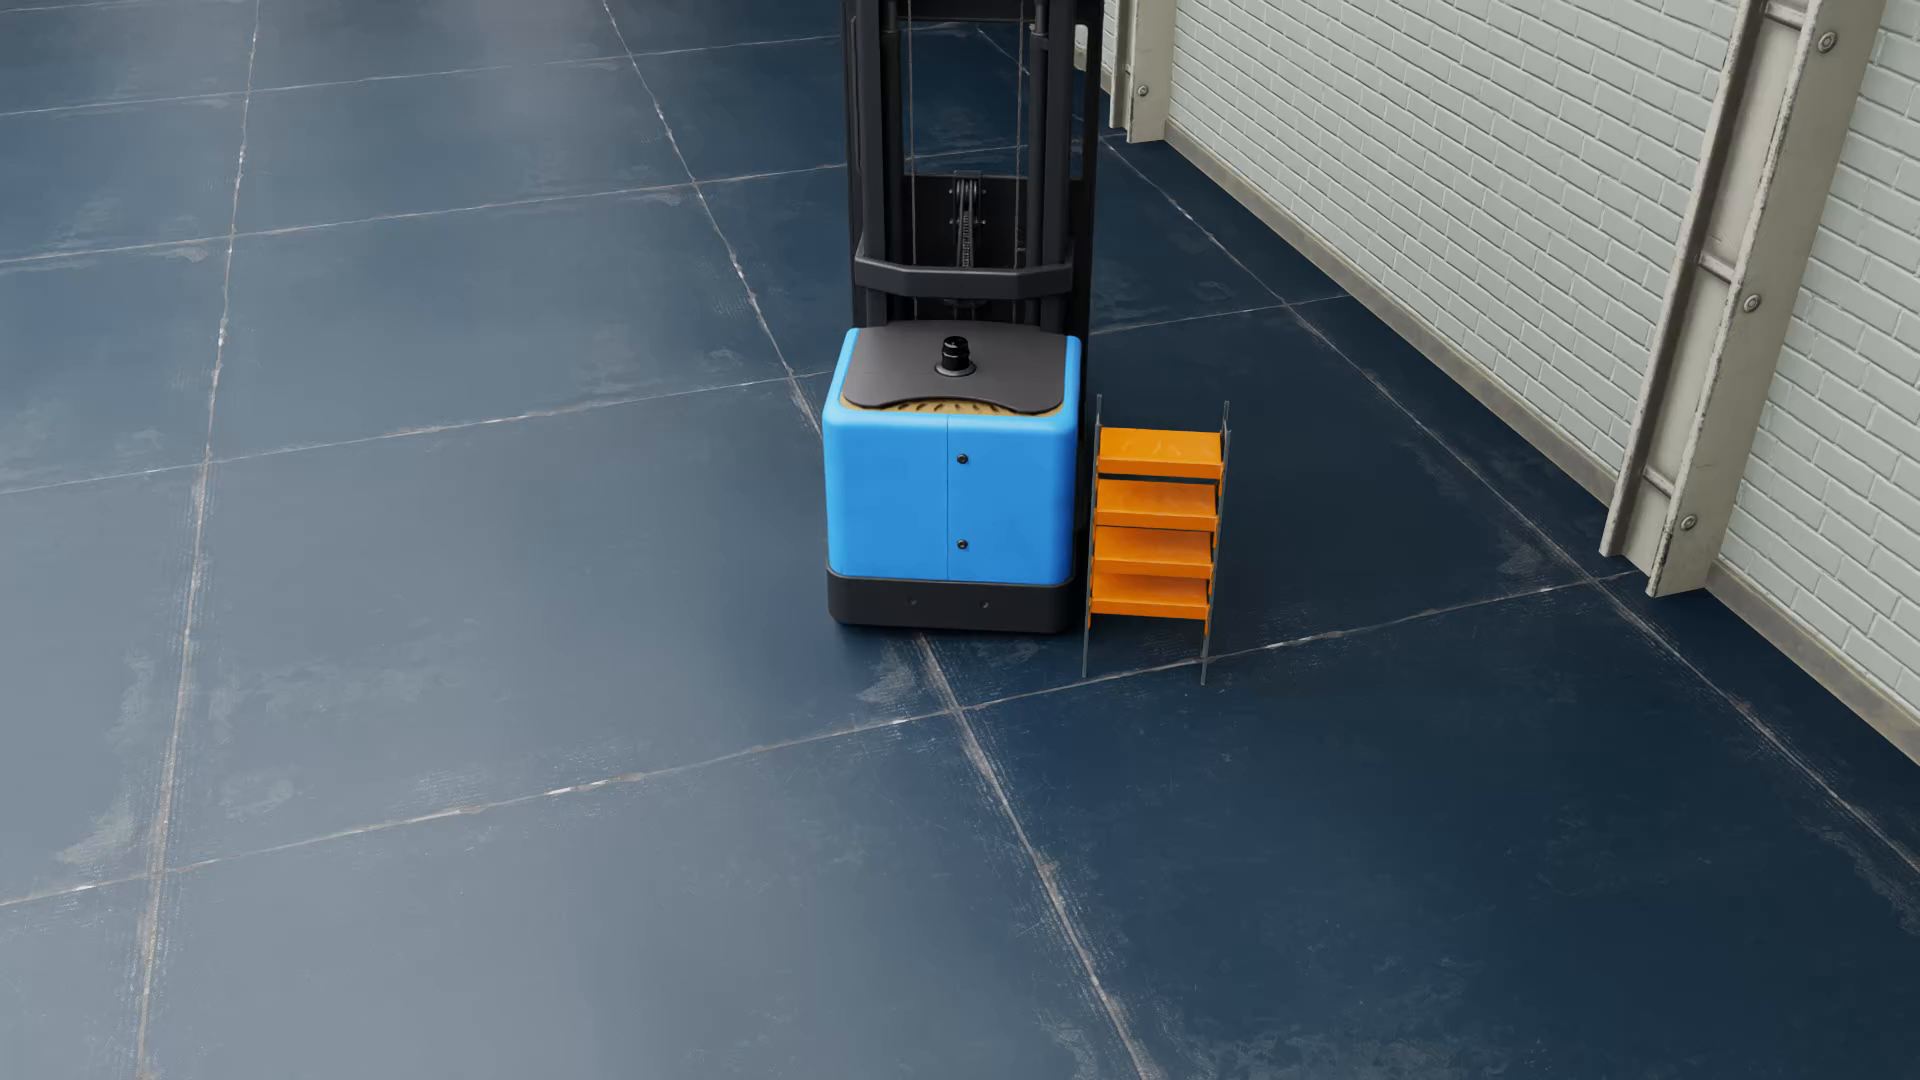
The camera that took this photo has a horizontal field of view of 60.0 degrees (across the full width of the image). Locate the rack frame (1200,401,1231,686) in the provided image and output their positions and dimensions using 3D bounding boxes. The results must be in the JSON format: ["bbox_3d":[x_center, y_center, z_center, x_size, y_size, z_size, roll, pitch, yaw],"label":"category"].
[{"bbox_3d":[1.012,0.033,6.612,0.015,1.200,0.240,3,34,5],"label":"rack frame"}]

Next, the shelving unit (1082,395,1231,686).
[{"bbox_3d":[0.769,0.019,6.633,0.503,1.200,0.258,3,34,5],"label":"shelving unit"}]

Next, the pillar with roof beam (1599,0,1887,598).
[{"bbox_3d":[-0.948,-2.904,3.982,9.100,9.000,0.400,-10,35,-15],"label":"pillar with roof beam"}]

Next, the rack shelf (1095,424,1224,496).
[{"bbox_3d":[0.769,-0.309,6.417,0.480,0.148,0.258,3,34,5],"label":"rack shelf"}]

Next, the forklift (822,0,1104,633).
[{"bbox_3d":[0.070,-1.619,7.541,1.130,2.935,3.031,2,34,4],"label":"forklift"}]

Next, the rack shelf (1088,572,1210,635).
[{"bbox_3d":[0.769,0.241,6.780,0.480,0.148,0.258,3,34,5],"label":"rack shelf"}]

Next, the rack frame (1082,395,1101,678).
[{"bbox_3d":[0.527,0.005,6.654,0.015,1.200,0.240,3,34,5],"label":"rack frame"}]

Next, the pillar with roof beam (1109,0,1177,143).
[{"bbox_3d":[-2.778,-6.054,8.749,9.100,9.000,0.400,-10,35,-15],"label":"pillar with roof beam"}]

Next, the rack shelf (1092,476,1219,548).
[{"bbox_3d":[0.769,-0.112,6.547,0.480,0.148,0.258,3,34,5],"label":"rack shelf"}]

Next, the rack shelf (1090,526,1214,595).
[{"bbox_3d":[0.769,0.075,6.670,0.480,0.148,0.258,3,34,5],"label":"rack shelf"}]
